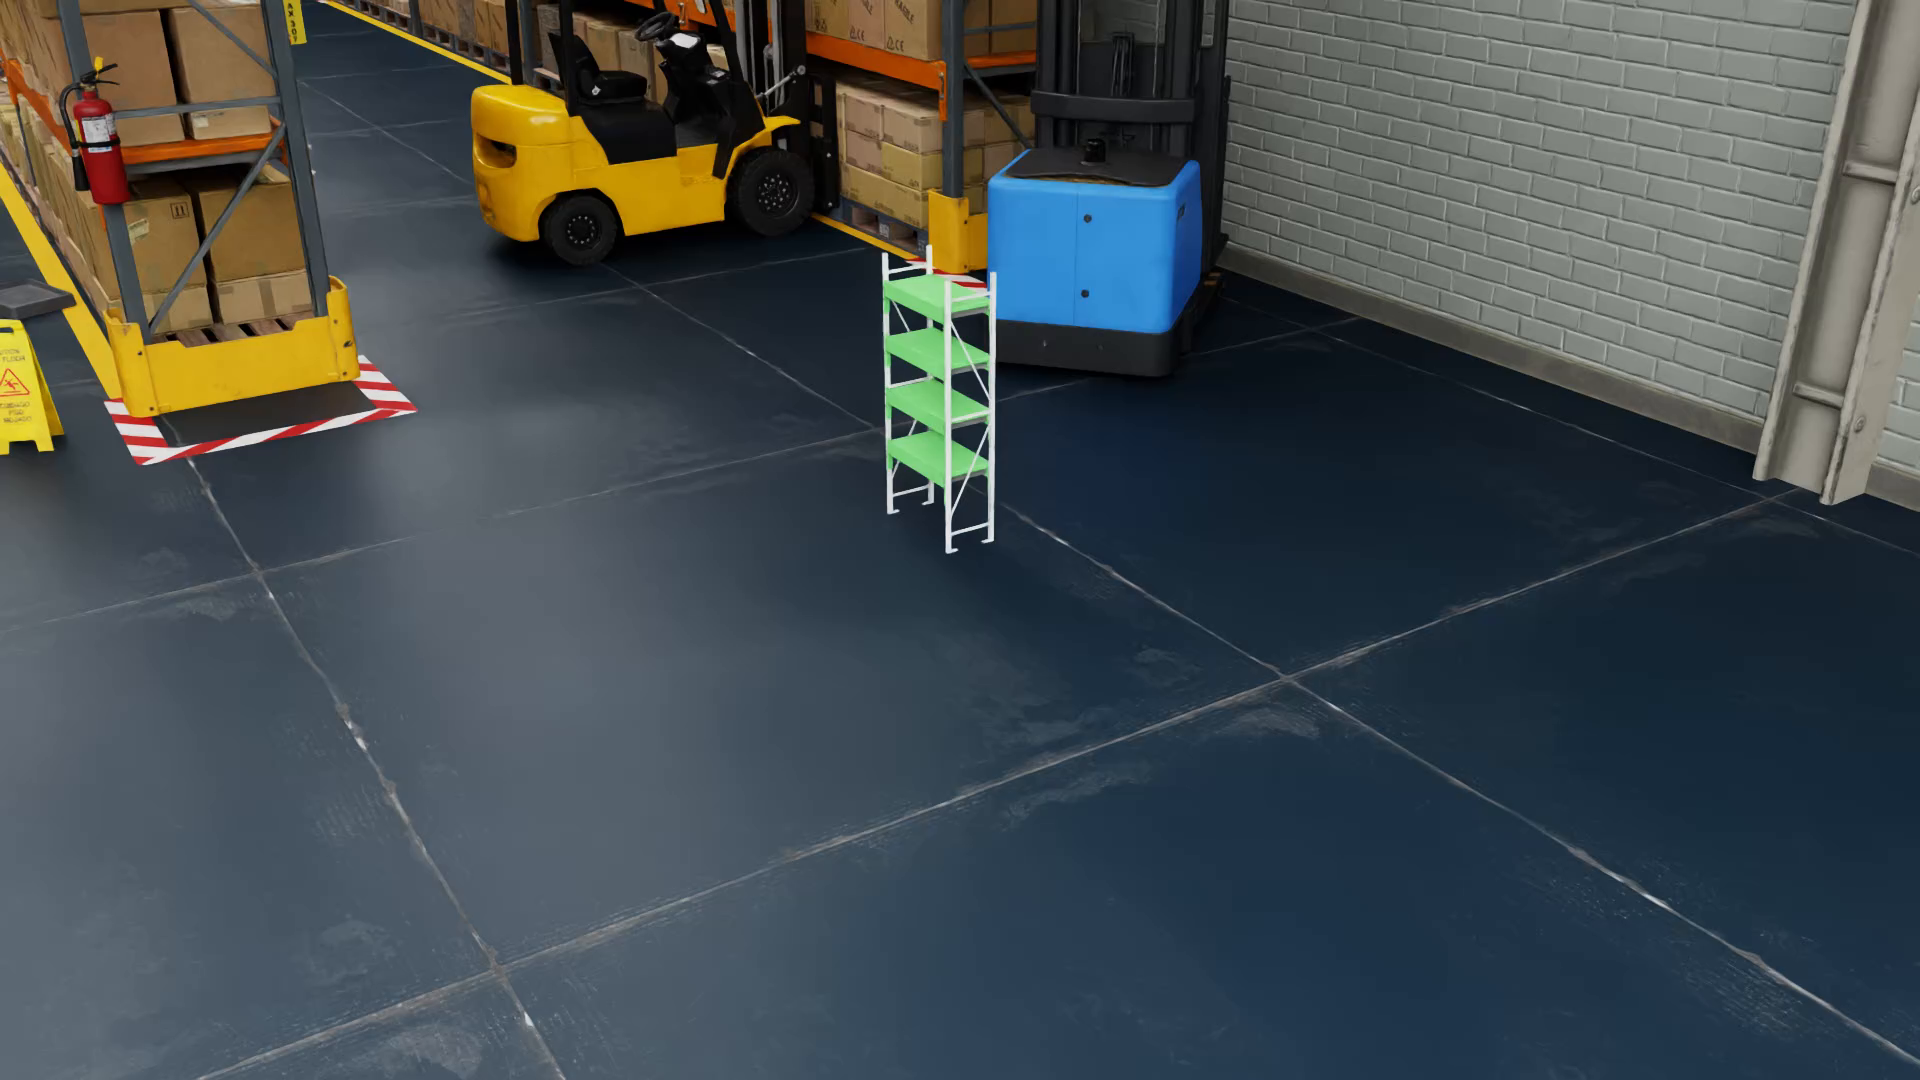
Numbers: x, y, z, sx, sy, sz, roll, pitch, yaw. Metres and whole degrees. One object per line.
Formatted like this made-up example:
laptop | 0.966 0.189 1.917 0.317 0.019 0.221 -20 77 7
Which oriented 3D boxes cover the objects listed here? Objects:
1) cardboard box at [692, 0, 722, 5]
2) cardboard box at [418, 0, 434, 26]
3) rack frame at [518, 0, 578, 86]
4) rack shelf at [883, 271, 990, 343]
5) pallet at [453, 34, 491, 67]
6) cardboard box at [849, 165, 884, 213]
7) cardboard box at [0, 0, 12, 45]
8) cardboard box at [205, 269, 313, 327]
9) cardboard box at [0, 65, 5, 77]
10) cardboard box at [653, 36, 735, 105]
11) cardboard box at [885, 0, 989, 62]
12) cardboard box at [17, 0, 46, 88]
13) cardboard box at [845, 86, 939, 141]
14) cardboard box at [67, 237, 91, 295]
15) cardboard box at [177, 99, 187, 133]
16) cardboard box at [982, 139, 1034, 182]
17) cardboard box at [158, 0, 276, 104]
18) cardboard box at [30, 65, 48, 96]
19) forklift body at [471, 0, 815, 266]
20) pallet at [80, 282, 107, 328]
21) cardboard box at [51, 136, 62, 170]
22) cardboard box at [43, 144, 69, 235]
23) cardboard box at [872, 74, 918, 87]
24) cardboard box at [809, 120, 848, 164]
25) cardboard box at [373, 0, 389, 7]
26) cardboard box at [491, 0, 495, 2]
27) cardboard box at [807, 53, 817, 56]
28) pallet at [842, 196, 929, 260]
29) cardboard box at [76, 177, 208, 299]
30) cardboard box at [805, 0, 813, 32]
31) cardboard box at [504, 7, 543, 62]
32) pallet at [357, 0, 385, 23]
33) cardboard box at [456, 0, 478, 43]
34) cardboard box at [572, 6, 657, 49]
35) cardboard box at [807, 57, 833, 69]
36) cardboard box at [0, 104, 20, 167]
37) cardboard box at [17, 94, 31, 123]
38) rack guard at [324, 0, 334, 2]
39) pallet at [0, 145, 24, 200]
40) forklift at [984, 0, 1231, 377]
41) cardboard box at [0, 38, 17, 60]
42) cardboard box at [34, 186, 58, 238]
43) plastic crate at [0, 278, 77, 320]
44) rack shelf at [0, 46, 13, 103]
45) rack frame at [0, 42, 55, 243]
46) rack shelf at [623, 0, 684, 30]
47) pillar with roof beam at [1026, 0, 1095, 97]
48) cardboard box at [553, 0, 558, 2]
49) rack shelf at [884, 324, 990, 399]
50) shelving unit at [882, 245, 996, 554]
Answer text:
cardboard box | -1.825 -4.562 13.282 0.500 0.500 0.500 -16 30 -31
cardboard box | -6.140 -6.432 19.796 0.500 0.500 0.500 -14 29 -27
rack frame | -4.032 -6.167 16.799 1.000 3.000 0.127 -16 29 -30
rack shelf | -0.090 -0.978 6.942 0.258 0.148 0.480 -16 29 -30
pallet | -5.070 -5.618 18.903 1.003 0.211 1.213 -16 29 -30
cardboard box | -0.449 -2.526 11.817 0.500 0.250 0.500 -16 29 -30
cardboard box | -5.705 -3.361 10.391 0.500 0.500 0.500 -16 29 -30
cardboard box | -4.030 -1.447 9.530 0.500 0.250 0.500 -16 30 -30
cardboard box | -8.496 -4.504 15.275 0.875 0.875 0.875 -16 30 -30
cardboard box | -2.142 -4.036 14.576 0.875 0.625 0.625 -14 29 -27
cardboard box | -0.153 -3.465 10.960 0.500 0.500 0.500 -16 30 -31
cardboard box | -4.888 -2.817 9.238 0.500 0.500 0.500 -16 29 -30
cardboard box | -0.461 -2.977 11.601 0.500 0.250 0.500 -15 29 -29
cardboard box | -5.054 -1.693 10.052 0.500 0.250 0.500 -17 30 -31
cardboard box | -3.983 -2.290 8.882 0.380 0.149 0.250 -15 29 -29
cardboard box | 0.253 -2.695 11.587 0.500 0.250 0.500 -15 29 -29
cardboard box | -3.848 -2.561 8.696 0.500 0.500 0.500 -16 30 -30
cardboard box | -5.250 -2.734 9.821 0.380 0.149 0.250 -16 29 -30
forklift body | -2.228 -3.175 11.455 2.313 2.155 1.214 -16 29 -30
pallet | -4.939 -1.648 10.494 1.003 0.211 1.213 -16 29 -30
cardboard box | -5.011 -2.253 9.599 0.380 0.149 0.250 -14 29 -27
cardboard box | -5.325 -2.215 10.279 0.500 0.500 0.500 -14 29 -27
cardboard box | -0.308 -3.279 12.241 0.500 0.250 0.500 -16 30 -30
cardboard box | -0.756 -2.941 12.109 0.500 0.250 0.500 -16 30 -31
cardboard box | -7.144 -7.161 21.341 0.700 0.500 0.500 -17 30 -31
cardboard box | -4.795 -5.832 17.767 0.380 0.149 0.250 -17 30 -31
cardboard box | -1.128 -3.826 13.399 0.500 0.250 0.500 -16 30 -30
pallet | -0.117 -2.308 11.892 1.003 0.211 1.213 -16 29 -30
cardboard box | -4.477 -1.659 9.100 0.500 0.500 0.500 -15 29 -29
cardboard box | -0.992 -4.014 12.121 0.500 0.500 0.500 -15 29 -29
cardboard box | -4.443 -5.327 17.458 0.500 0.500 0.500 -15 29 -28
pallet | -7.260 -7.019 21.872 1.003 0.211 1.213 -16 29 -30
cardboard box | -5.294 -5.877 18.622 0.500 0.500 0.500 -17 30 -31
cardboard box | -3.339 -4.825 16.246 0.875 0.625 0.625 -14 29 -28
cardboard box | -1.295 -3.528 12.768 0.500 0.250 0.500 -14 29 -28
cardboard box | -7.070 -3.271 13.252 0.950 0.372 0.625 -14 29 -28
cardboard box | -5.891 -2.824 10.810 0.380 0.149 0.250 -15 29 -29
rack guard | -8.357 -7.871 23.337 1.175 0.500 0.348 -16 29 -30
pallet | -7.101 -3.032 13.425 1.003 0.211 1.213 -16 29 -30
forklift | 1.045 -2.810 9.768 1.130 2.935 3.031 7 26 15
cardboard box | -6.102 -3.277 10.972 0.380 0.149 0.250 -16 29 -30
cardboard box | -5.909 -2.251 11.233 0.500 0.250 0.500 -17 30 -32
plastic crate | -5.835 -1.505 10.345 0.583 0.080 0.402 18 31 33
rack shelf | -7.097 -3.968 12.984 1.077 0.370 4.000 -16 29 -30
rack frame | -6.005 -3.578 11.316 1.000 3.000 0.127 -16 29 -30
rack shelf | -2.940 -5.126 15.438 1.077 0.370 4.000 -16 29 -30
pillar with roof beam | -2.896 -5.474 8.305 9.100 9.000 0.400 -16 29 -30
cardboard box | -4.178 -5.880 17.868 0.380 0.149 0.250 -15 29 -28
rack shelf | -0.090 -0.761 7.044 0.258 0.148 0.480 -16 29 -30
shelving unit | -0.090 -0.602 7.119 0.258 1.200 0.503 -16 29 -30
